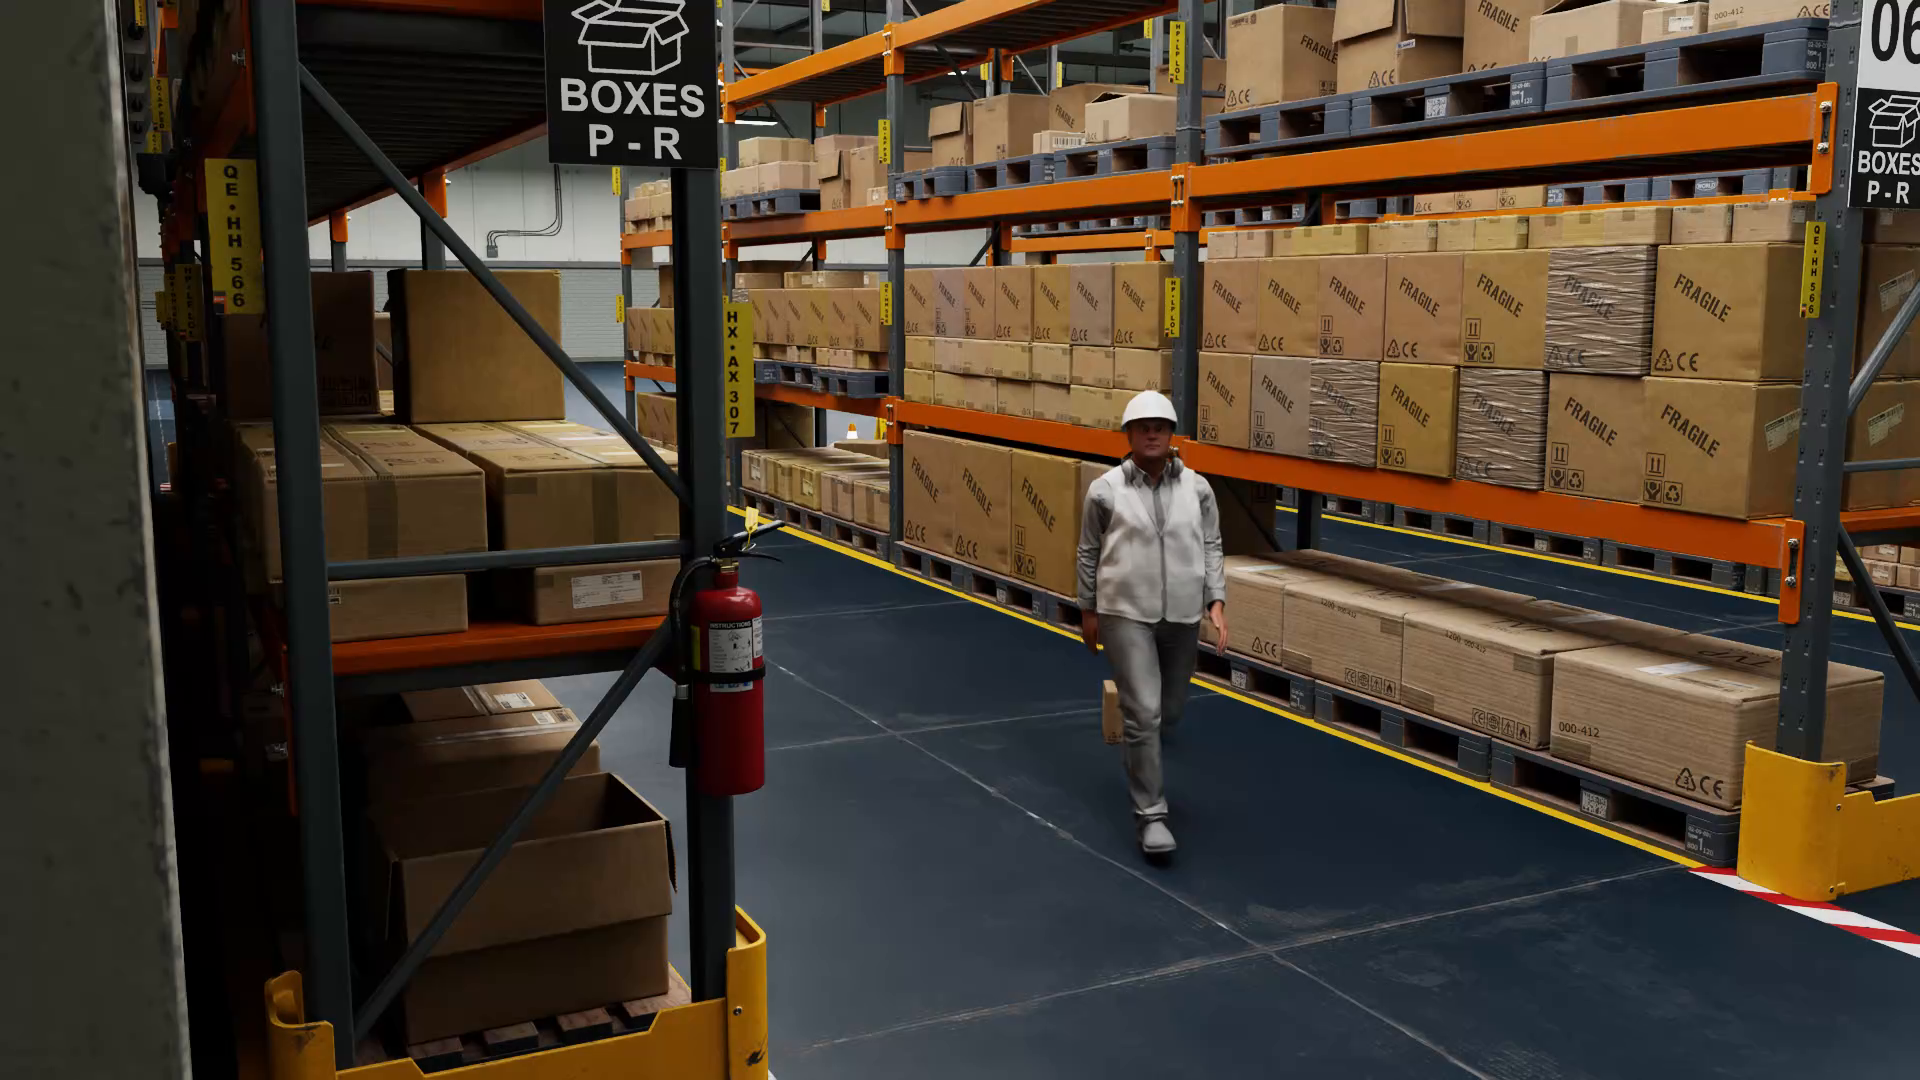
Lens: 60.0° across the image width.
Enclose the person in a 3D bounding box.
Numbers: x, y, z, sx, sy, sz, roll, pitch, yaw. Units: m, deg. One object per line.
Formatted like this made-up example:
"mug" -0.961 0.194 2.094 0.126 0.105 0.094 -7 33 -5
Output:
"person" 0.757 0.278 6.557 0.550 1.726 1.039 -2 9 -12
